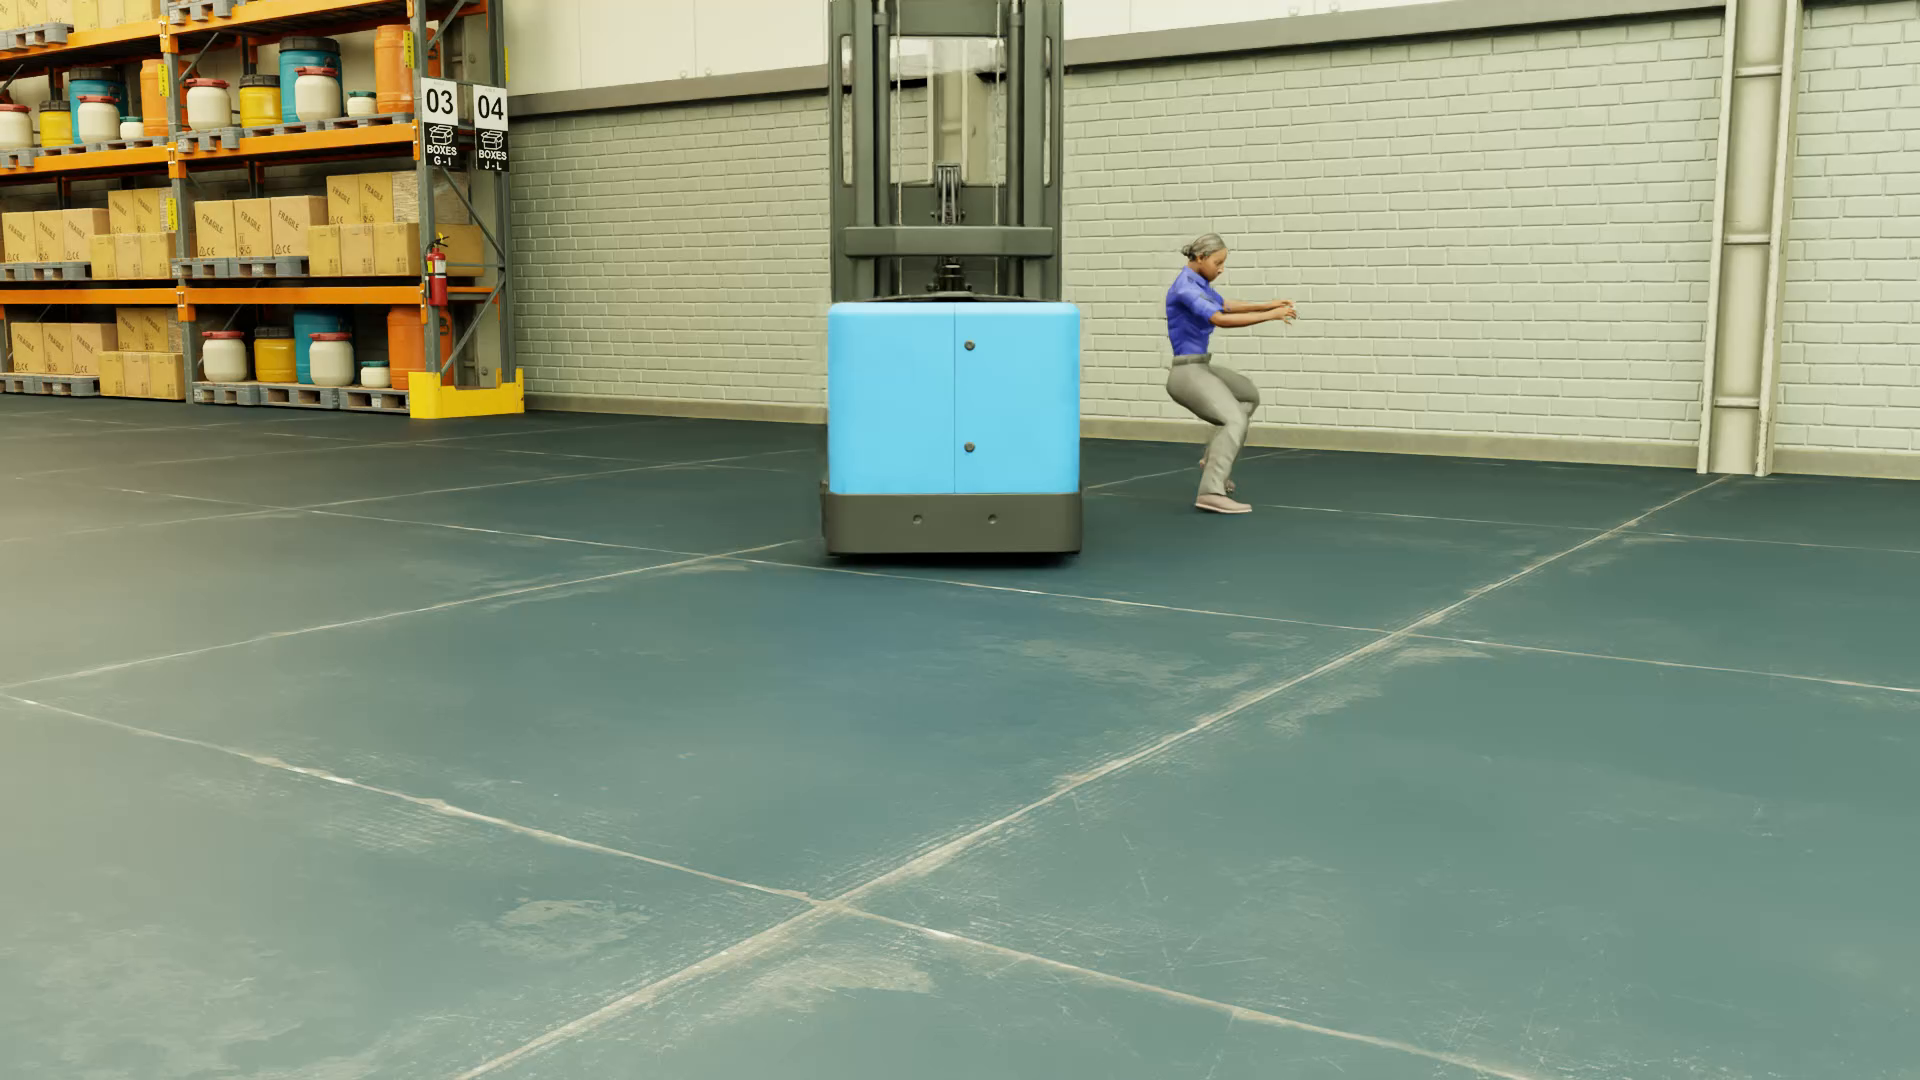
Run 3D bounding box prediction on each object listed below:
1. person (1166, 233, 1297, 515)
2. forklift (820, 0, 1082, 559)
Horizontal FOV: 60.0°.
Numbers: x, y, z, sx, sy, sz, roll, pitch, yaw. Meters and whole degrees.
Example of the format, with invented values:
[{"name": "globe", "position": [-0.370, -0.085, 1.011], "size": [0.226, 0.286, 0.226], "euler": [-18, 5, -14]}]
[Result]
[{"name": "person", "position": [1.450, -0.908, 8.893], "size": [0.694, 1.444, 0.942], "euler": [2, 8, 16]}, {"name": "forklift", "position": [-0.075, -1.541, 8.032], "size": [1.130, 2.935, 3.031], "euler": [0, 8, -2]}]
